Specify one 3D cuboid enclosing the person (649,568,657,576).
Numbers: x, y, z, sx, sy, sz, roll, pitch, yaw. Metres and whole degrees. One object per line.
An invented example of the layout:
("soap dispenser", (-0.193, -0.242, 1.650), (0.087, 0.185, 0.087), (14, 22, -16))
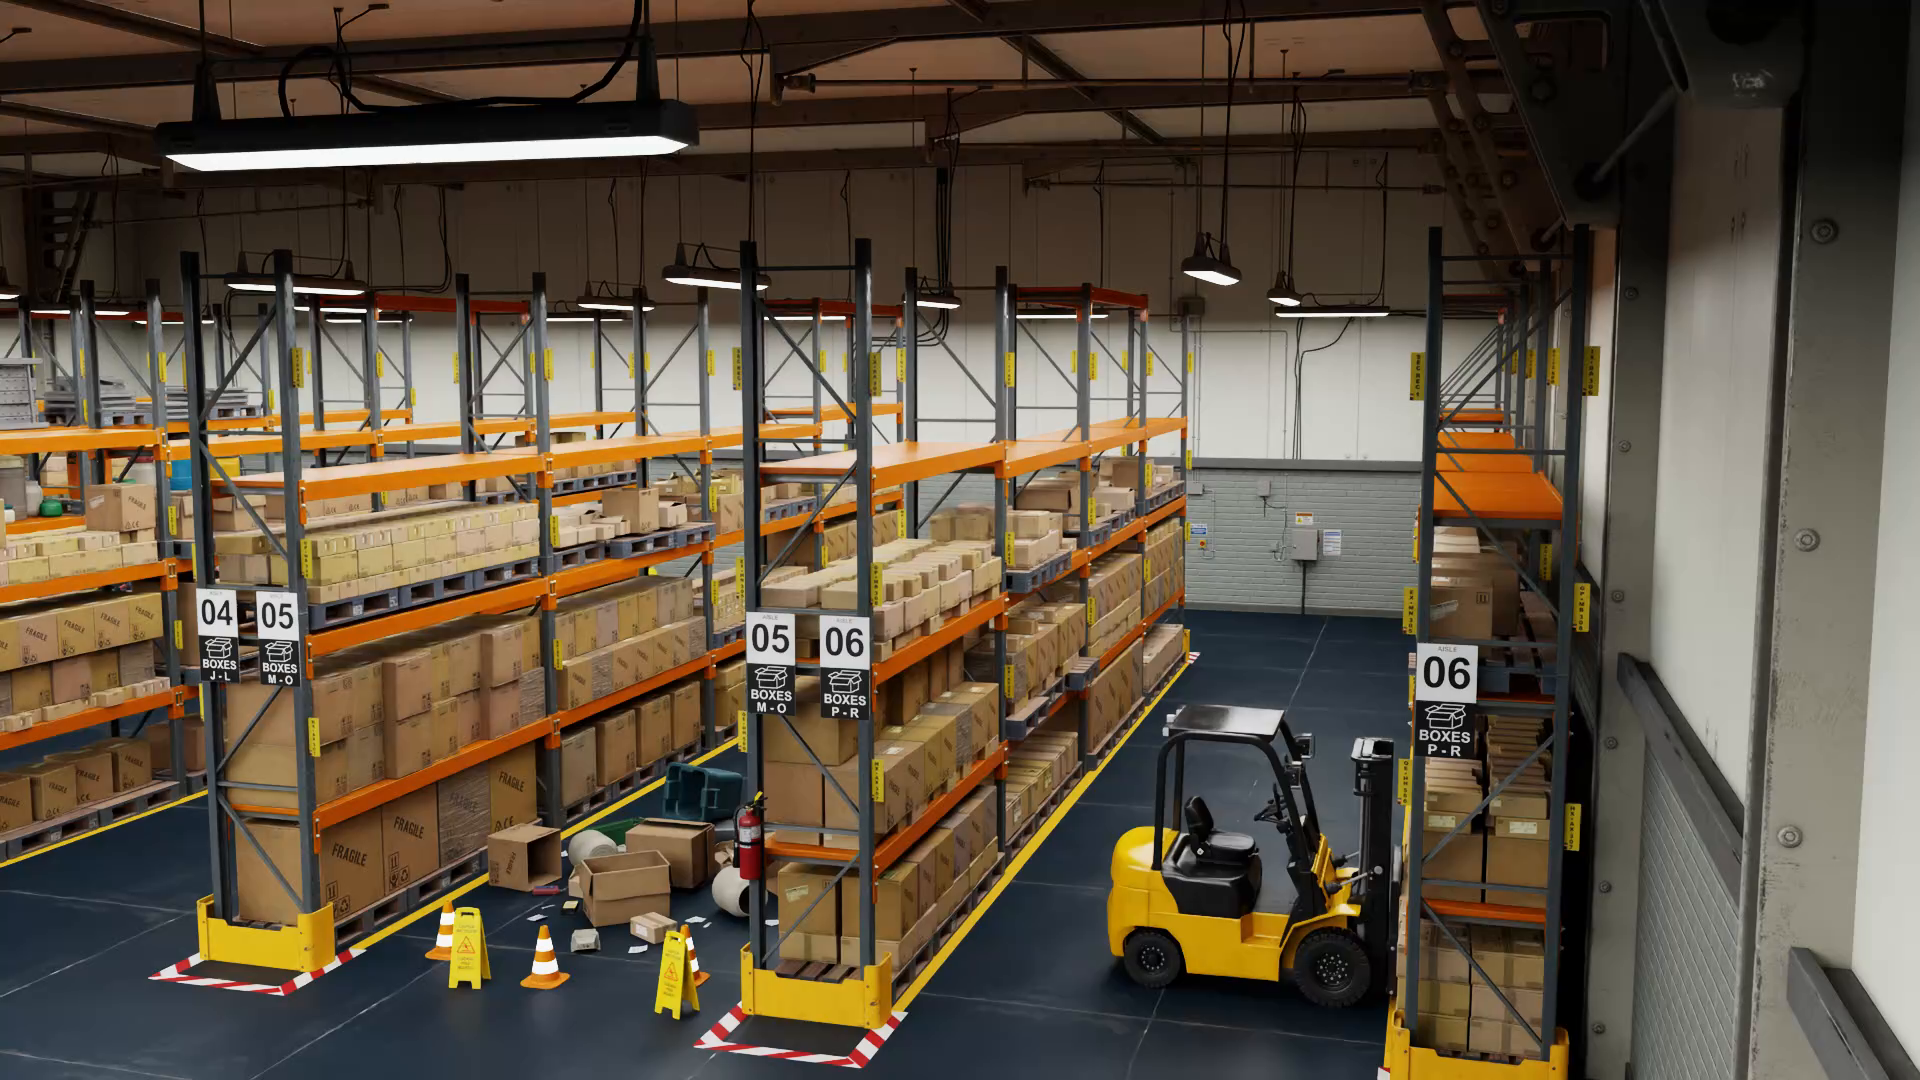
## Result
("person", (-4.975, 1.303, 26.679), (0.647, 1.695, 1.067), (1, 7, 11))
